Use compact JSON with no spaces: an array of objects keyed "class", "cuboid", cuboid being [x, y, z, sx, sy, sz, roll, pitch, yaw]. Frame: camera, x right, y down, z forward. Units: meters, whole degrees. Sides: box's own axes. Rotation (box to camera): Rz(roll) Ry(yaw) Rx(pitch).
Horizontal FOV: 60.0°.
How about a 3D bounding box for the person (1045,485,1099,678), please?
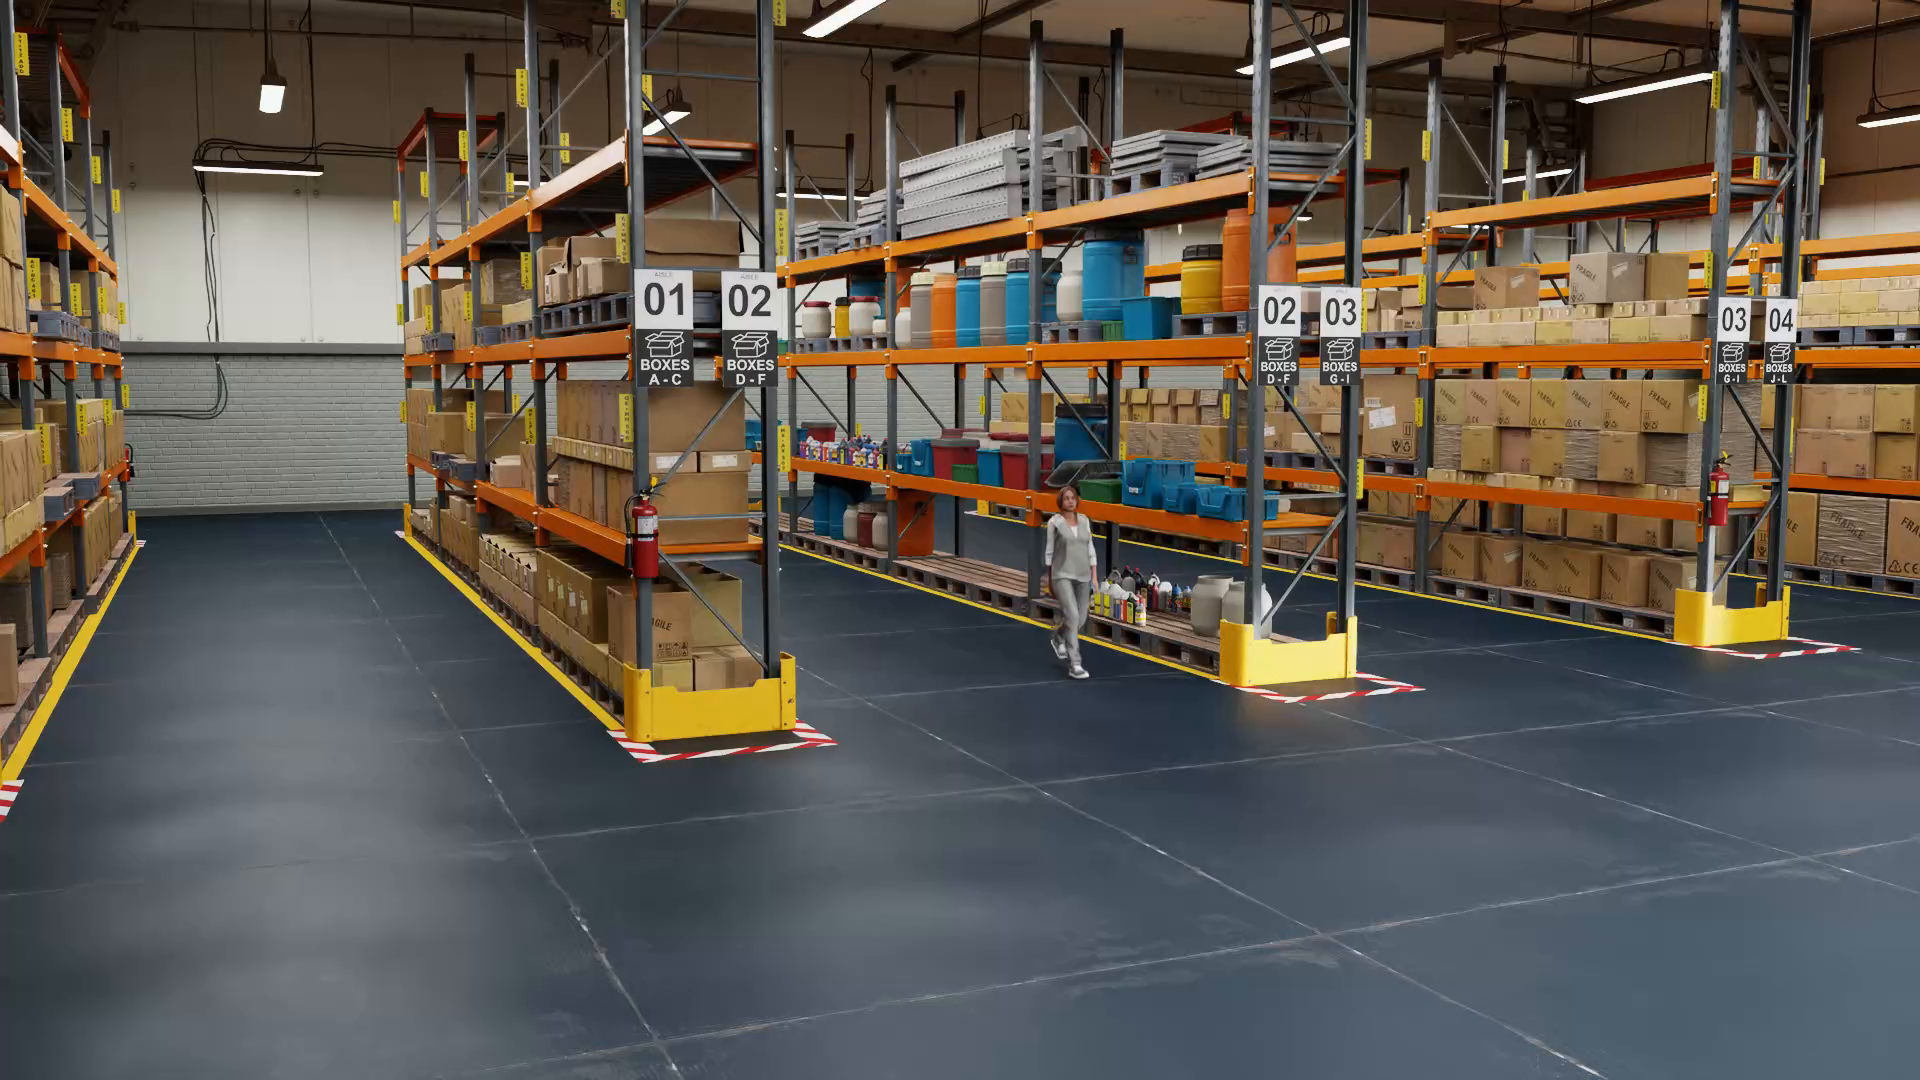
[{"class":"person","cuboid":[0.917,0.323,13.855,0.398,1.556,0.857,-2,6,-22]}]
